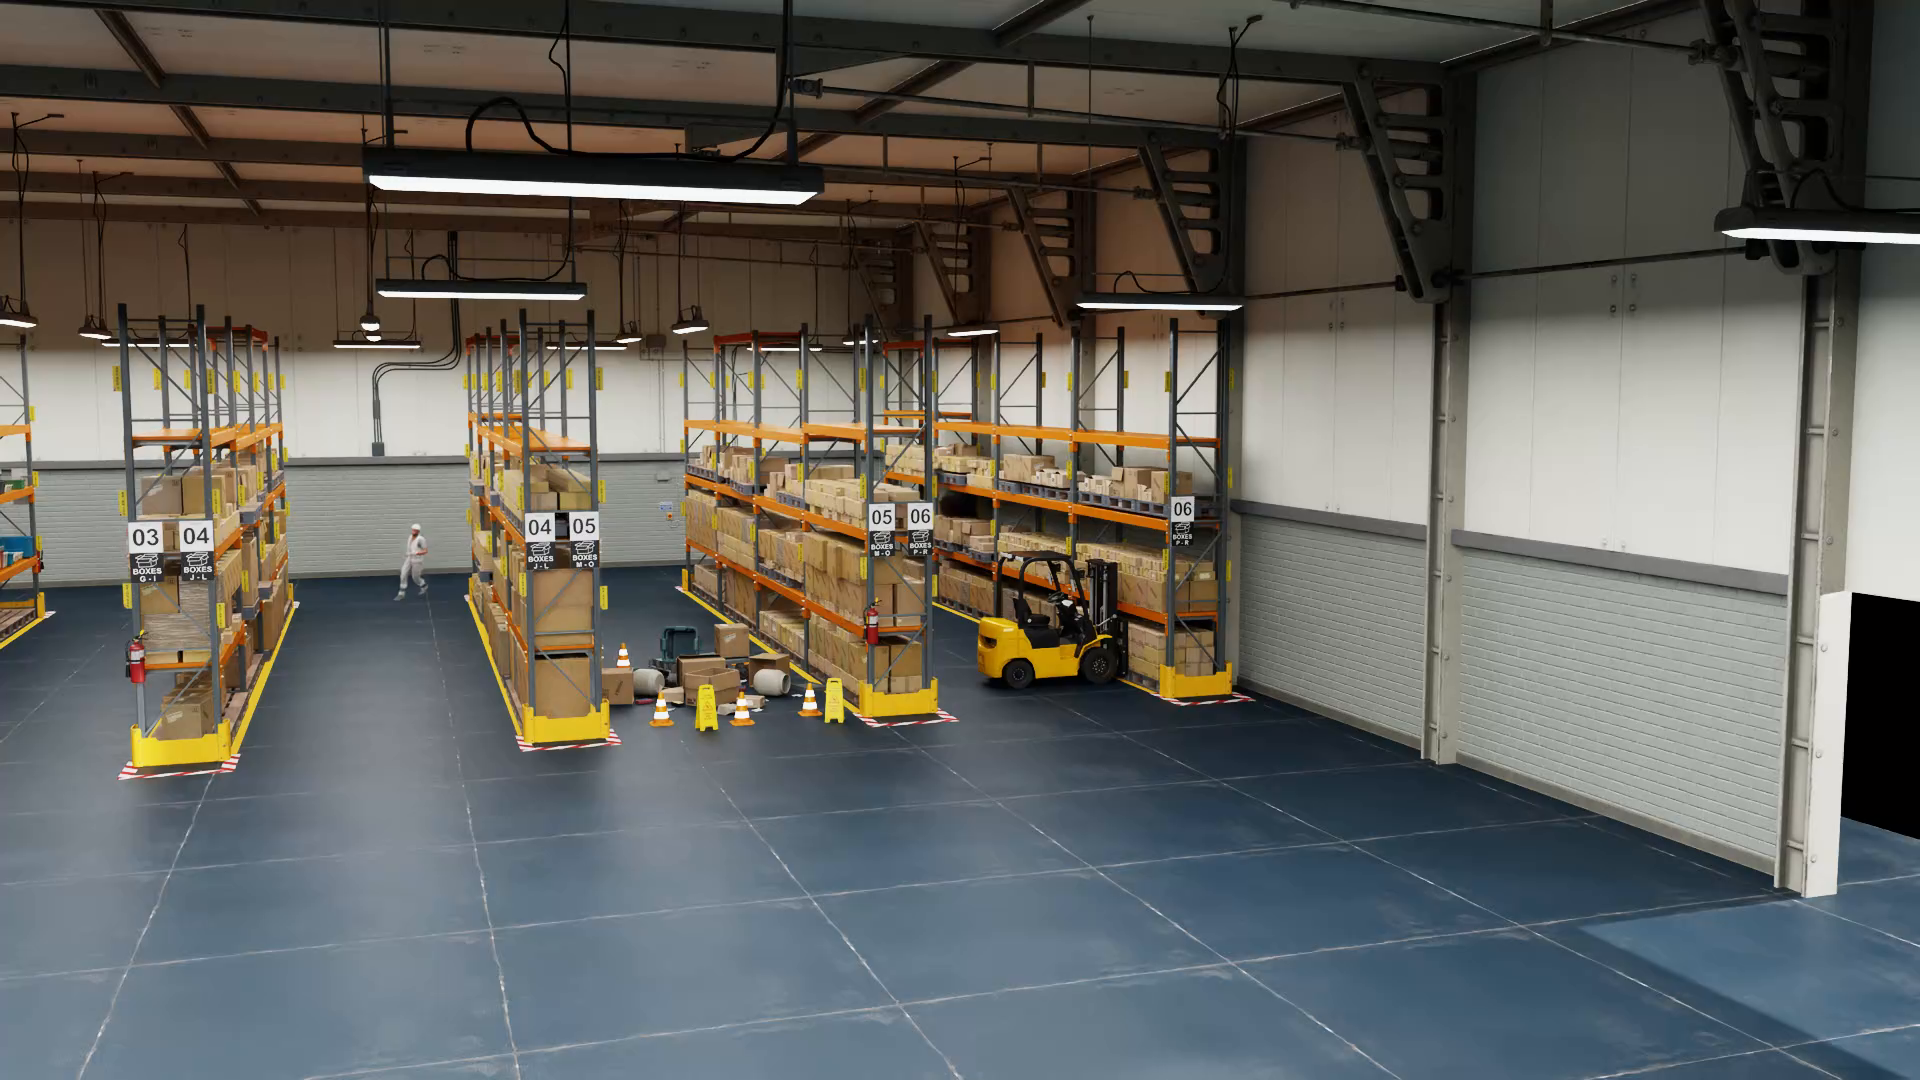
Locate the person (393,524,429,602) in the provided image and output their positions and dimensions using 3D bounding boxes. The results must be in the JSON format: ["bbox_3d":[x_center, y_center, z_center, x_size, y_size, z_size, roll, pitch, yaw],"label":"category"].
[{"bbox_3d":[-12.498,0.504,38.249,0.697,1.769,0.926,3,6,28],"label":"person"}]

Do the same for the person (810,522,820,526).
[{"bbox_3d":[-3.445,0.245,38.355,0.580,1.712,0.799,-3,6,-30],"label":"person"}]
